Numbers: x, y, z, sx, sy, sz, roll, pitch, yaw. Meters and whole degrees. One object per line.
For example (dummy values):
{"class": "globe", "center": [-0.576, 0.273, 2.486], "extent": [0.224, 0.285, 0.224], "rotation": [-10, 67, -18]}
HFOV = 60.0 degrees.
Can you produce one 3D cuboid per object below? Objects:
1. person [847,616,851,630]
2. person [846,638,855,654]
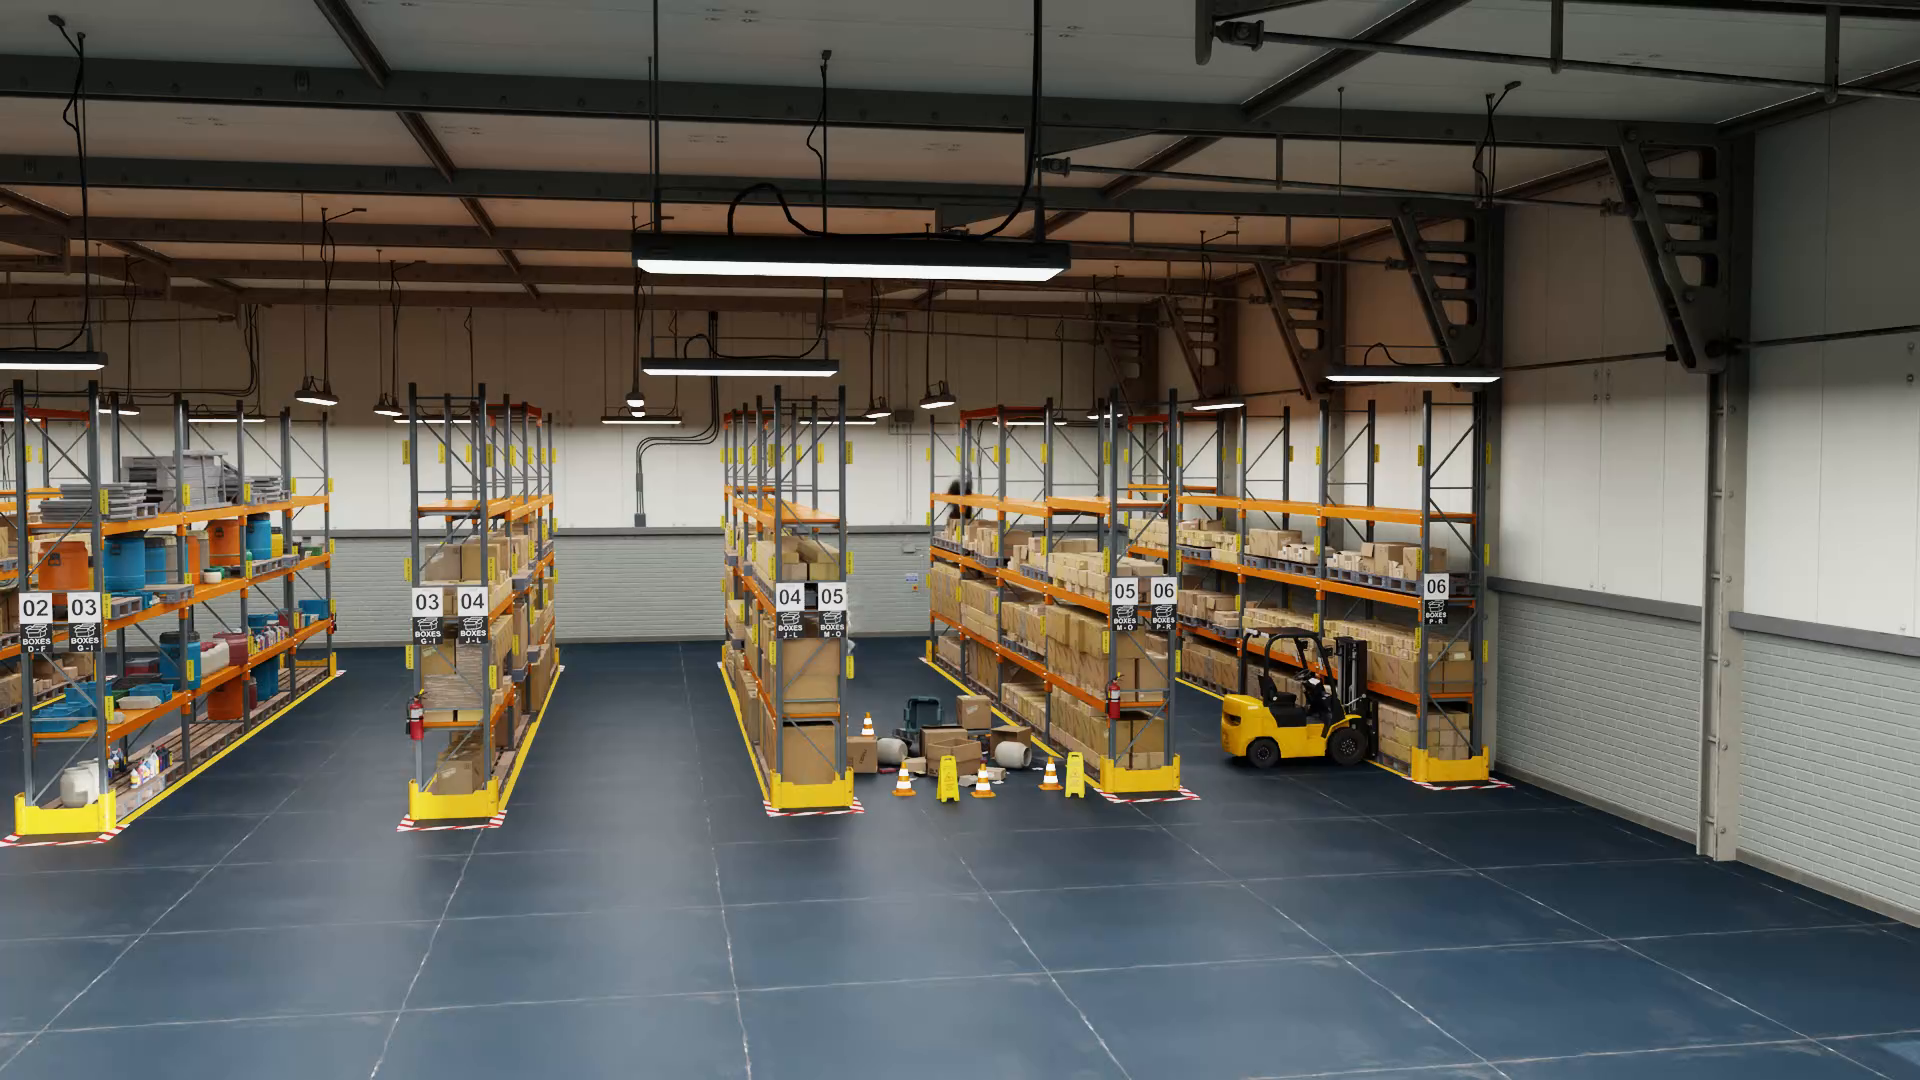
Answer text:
{"class": "person", "center": [-2.843, 2.221, 38.577], "extent": [0.599, 1.652, 0.504], "rotation": [-1, 3, -21]}
{"class": "person", "center": [-3.113, 2.020, 41.222], "extent": [1.024, 1.755, 0.715], "rotation": [0, 3, -10]}
